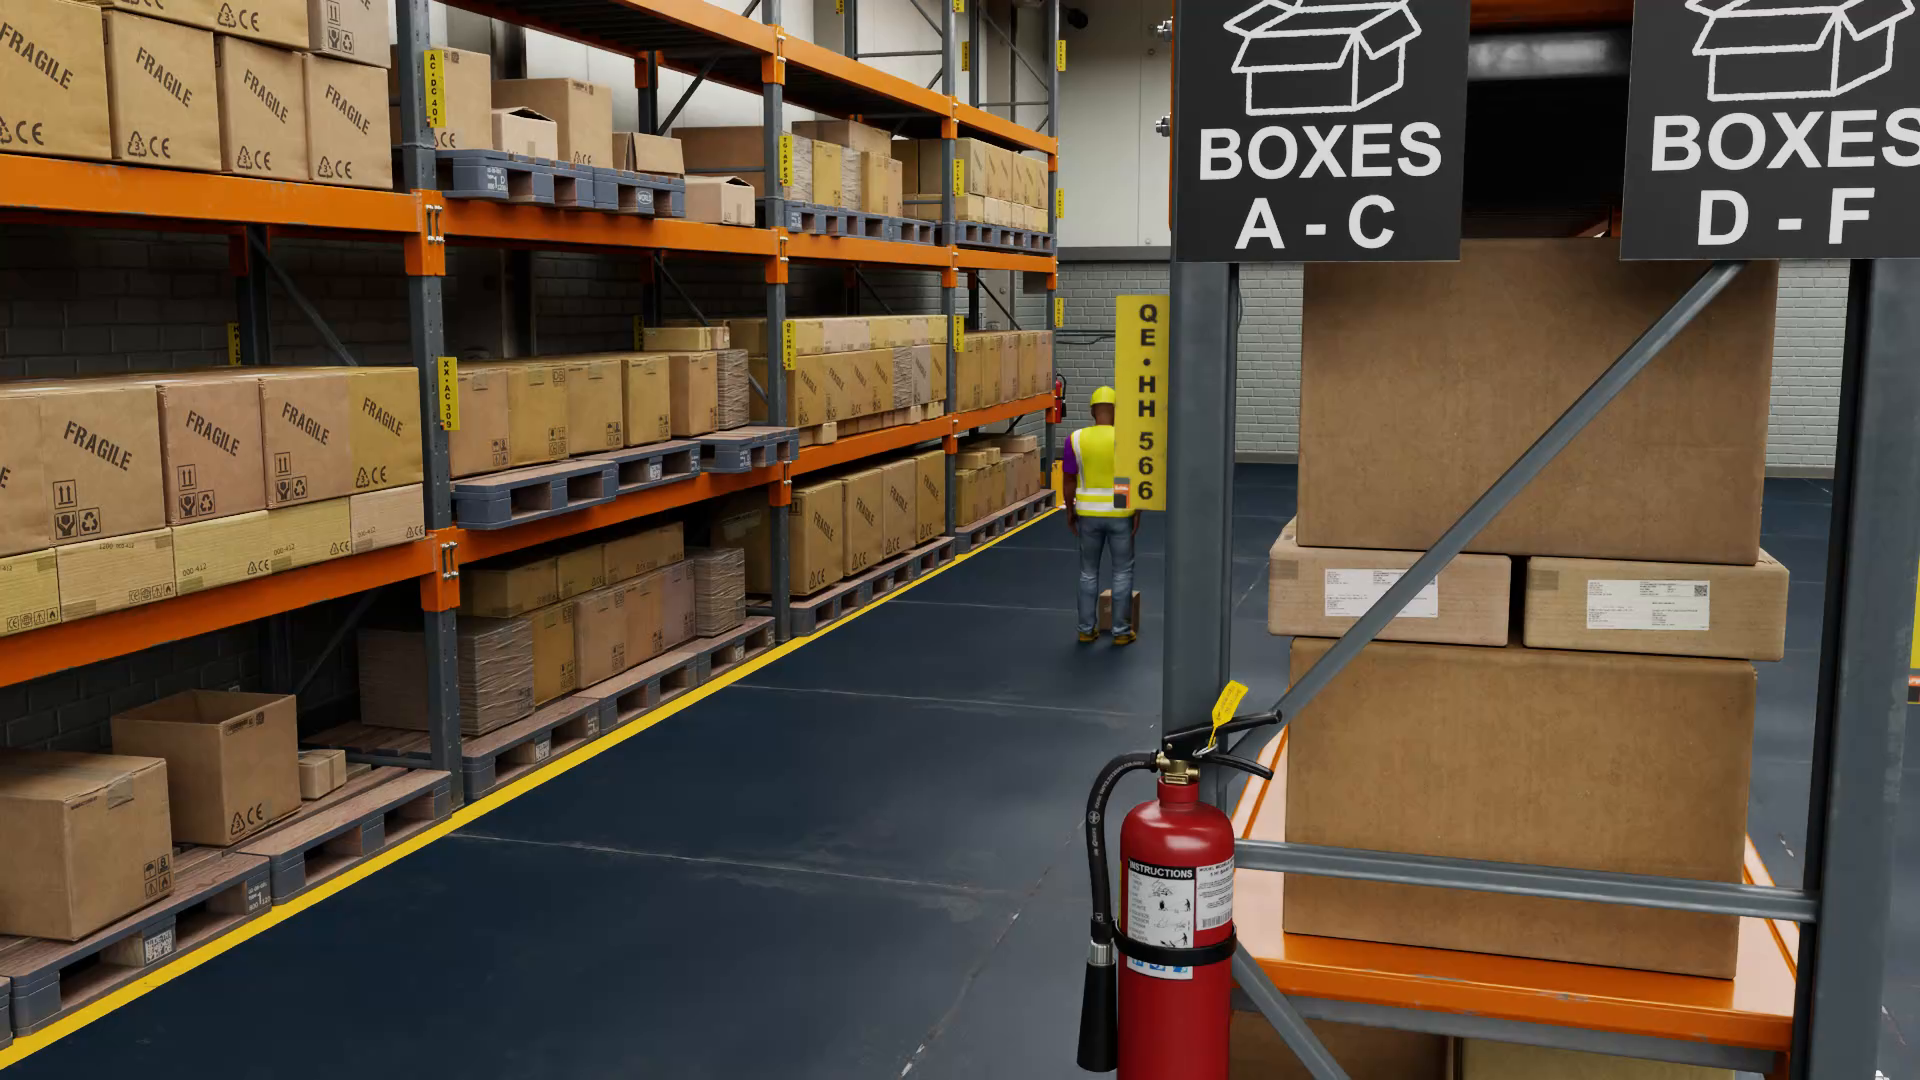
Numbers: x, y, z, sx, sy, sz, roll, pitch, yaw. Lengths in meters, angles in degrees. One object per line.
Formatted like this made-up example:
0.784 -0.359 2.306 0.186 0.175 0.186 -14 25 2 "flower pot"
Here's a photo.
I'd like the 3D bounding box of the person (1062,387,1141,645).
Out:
0.989 -0.171 11.445 0.568 1.758 0.368 3 9 17 "person"
